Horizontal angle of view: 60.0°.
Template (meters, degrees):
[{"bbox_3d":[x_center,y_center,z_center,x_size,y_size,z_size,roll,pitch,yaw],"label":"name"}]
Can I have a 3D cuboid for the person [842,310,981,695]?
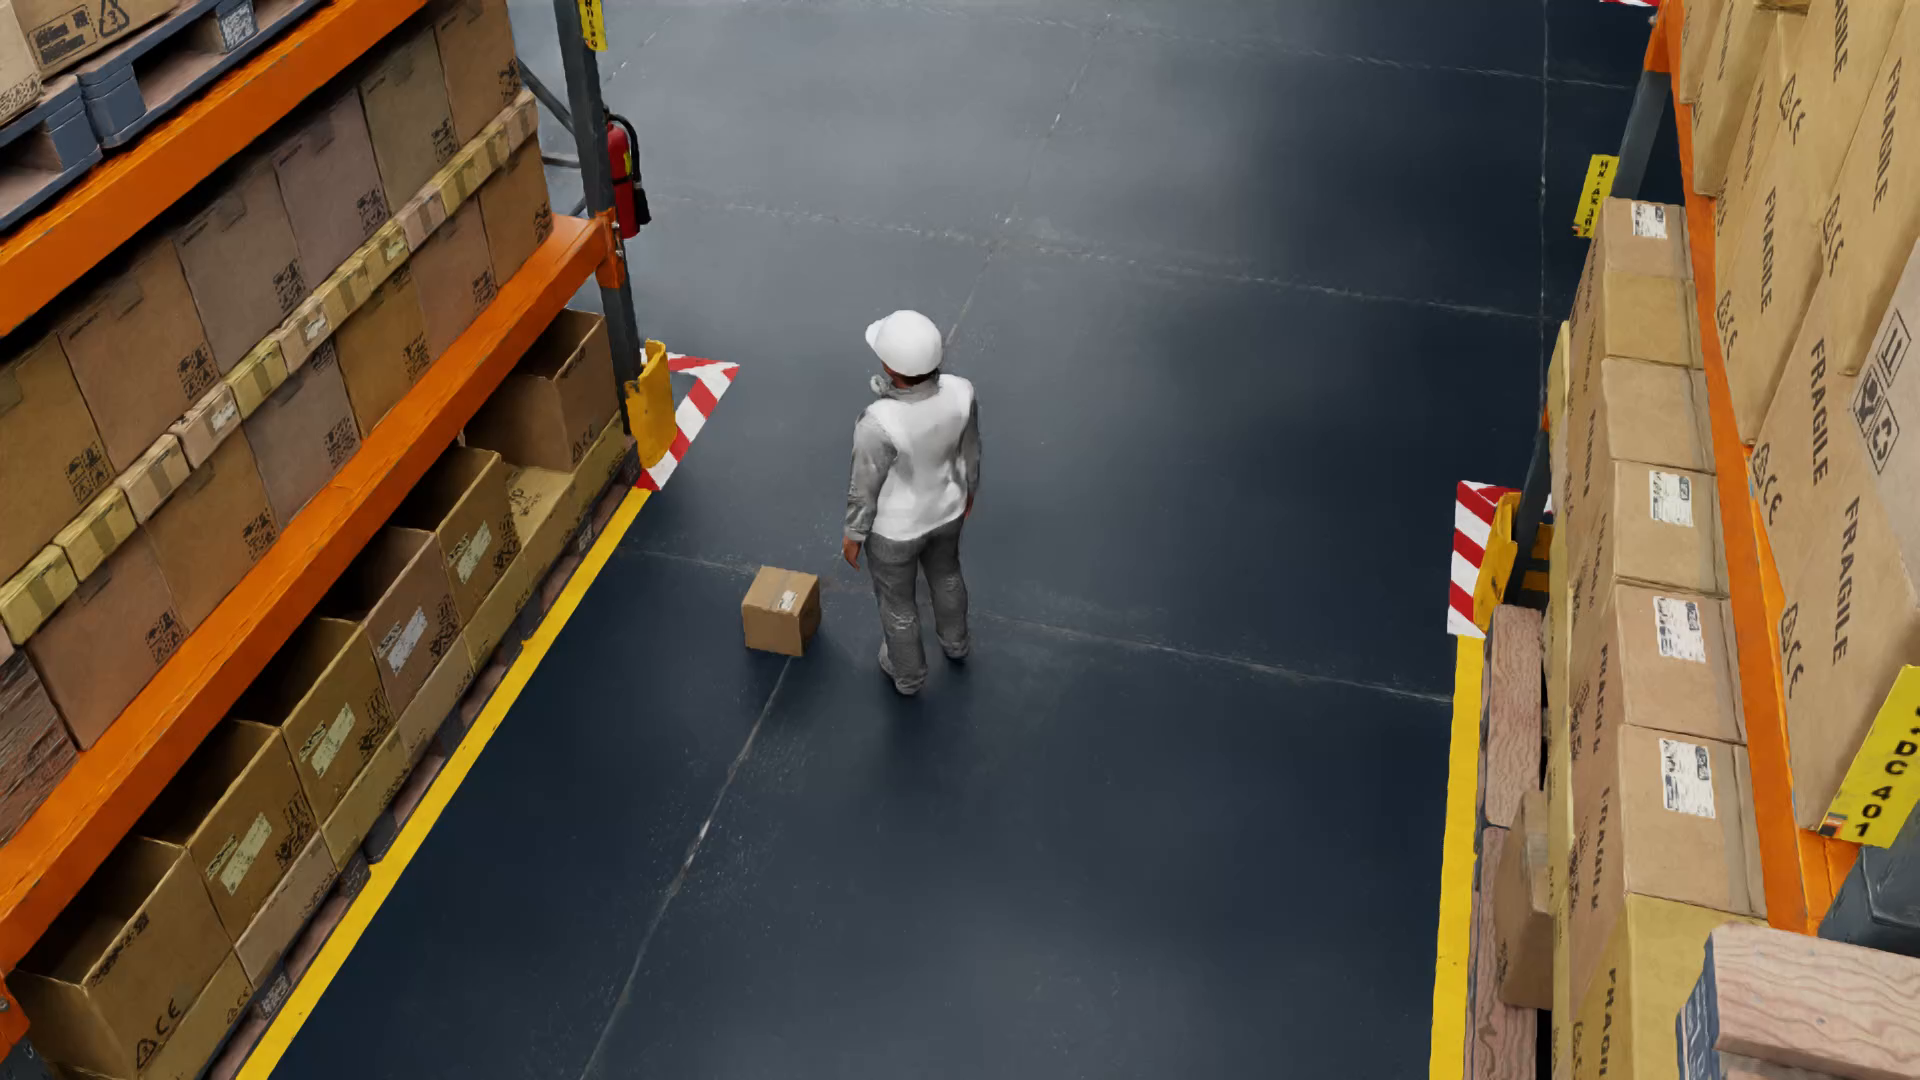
[{"bbox_3d":[-0.174,-0.141,6.288,0.658,1.779,0.403,-27,48,-28],"label":"person"}]
